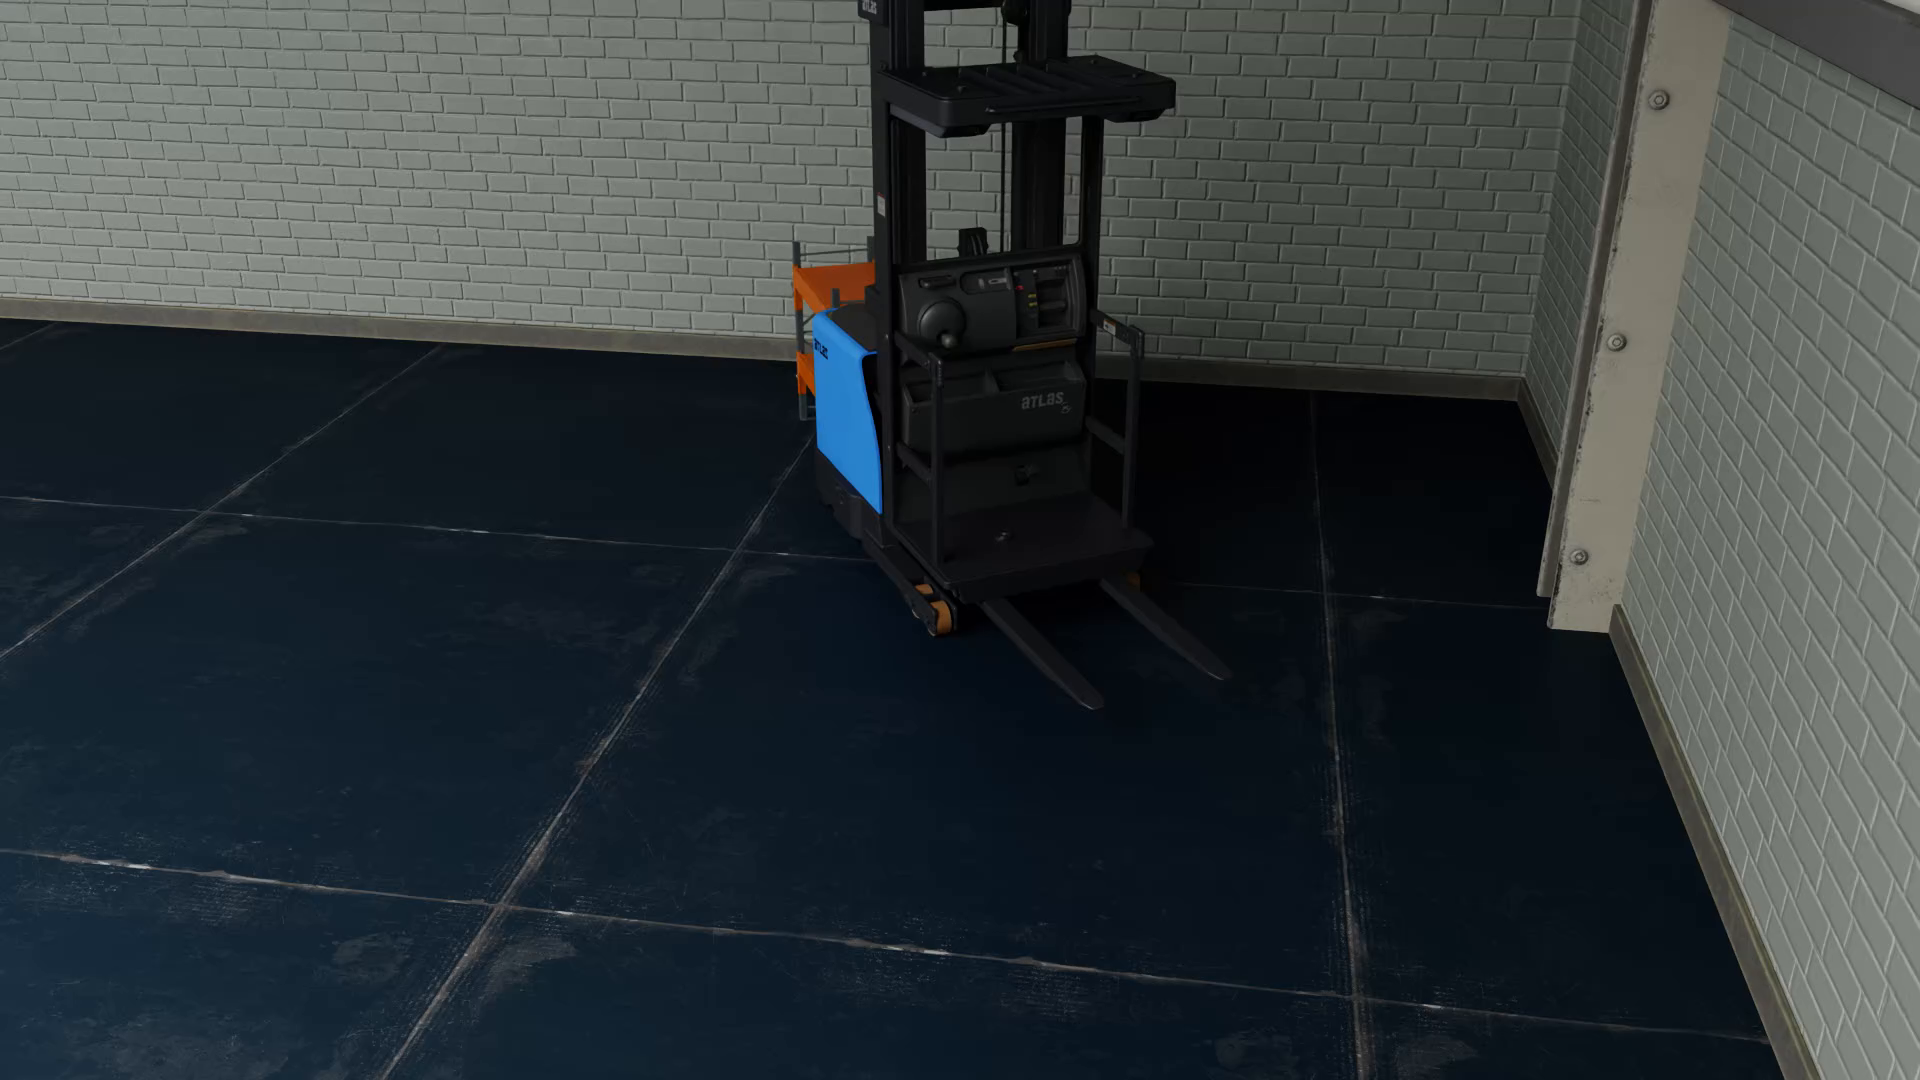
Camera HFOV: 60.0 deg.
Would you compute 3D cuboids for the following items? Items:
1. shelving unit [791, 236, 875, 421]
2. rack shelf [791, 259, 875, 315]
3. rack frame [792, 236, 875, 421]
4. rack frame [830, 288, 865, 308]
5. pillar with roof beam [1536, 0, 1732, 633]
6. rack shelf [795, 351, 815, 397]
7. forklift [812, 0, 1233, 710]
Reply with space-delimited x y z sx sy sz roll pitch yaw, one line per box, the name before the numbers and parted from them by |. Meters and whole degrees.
shelving unit | -0.607 -1.081 9.732 0.538 1.125 1.048 -7 26 -15
rack shelf | -0.607 -1.346 9.608 0.538 0.278 1.000 -7 26 -15
rack frame | -0.755 -1.287 10.173 0.500 1.125 0.032 -7 26 -15
rack frame | -0.458 -0.875 9.292 0.500 1.125 0.032 -7 26 -15
pillar with roof beam | -1.281 -4.029 6.742 9.100 9.000 0.400 4 25 9
rack shelf | -0.607 -0.859 9.836 0.538 0.278 1.000 -7 26 -15
forklift | 0.247 -1.083 7.606 1.130 2.935 3.031 -10 27 -21
